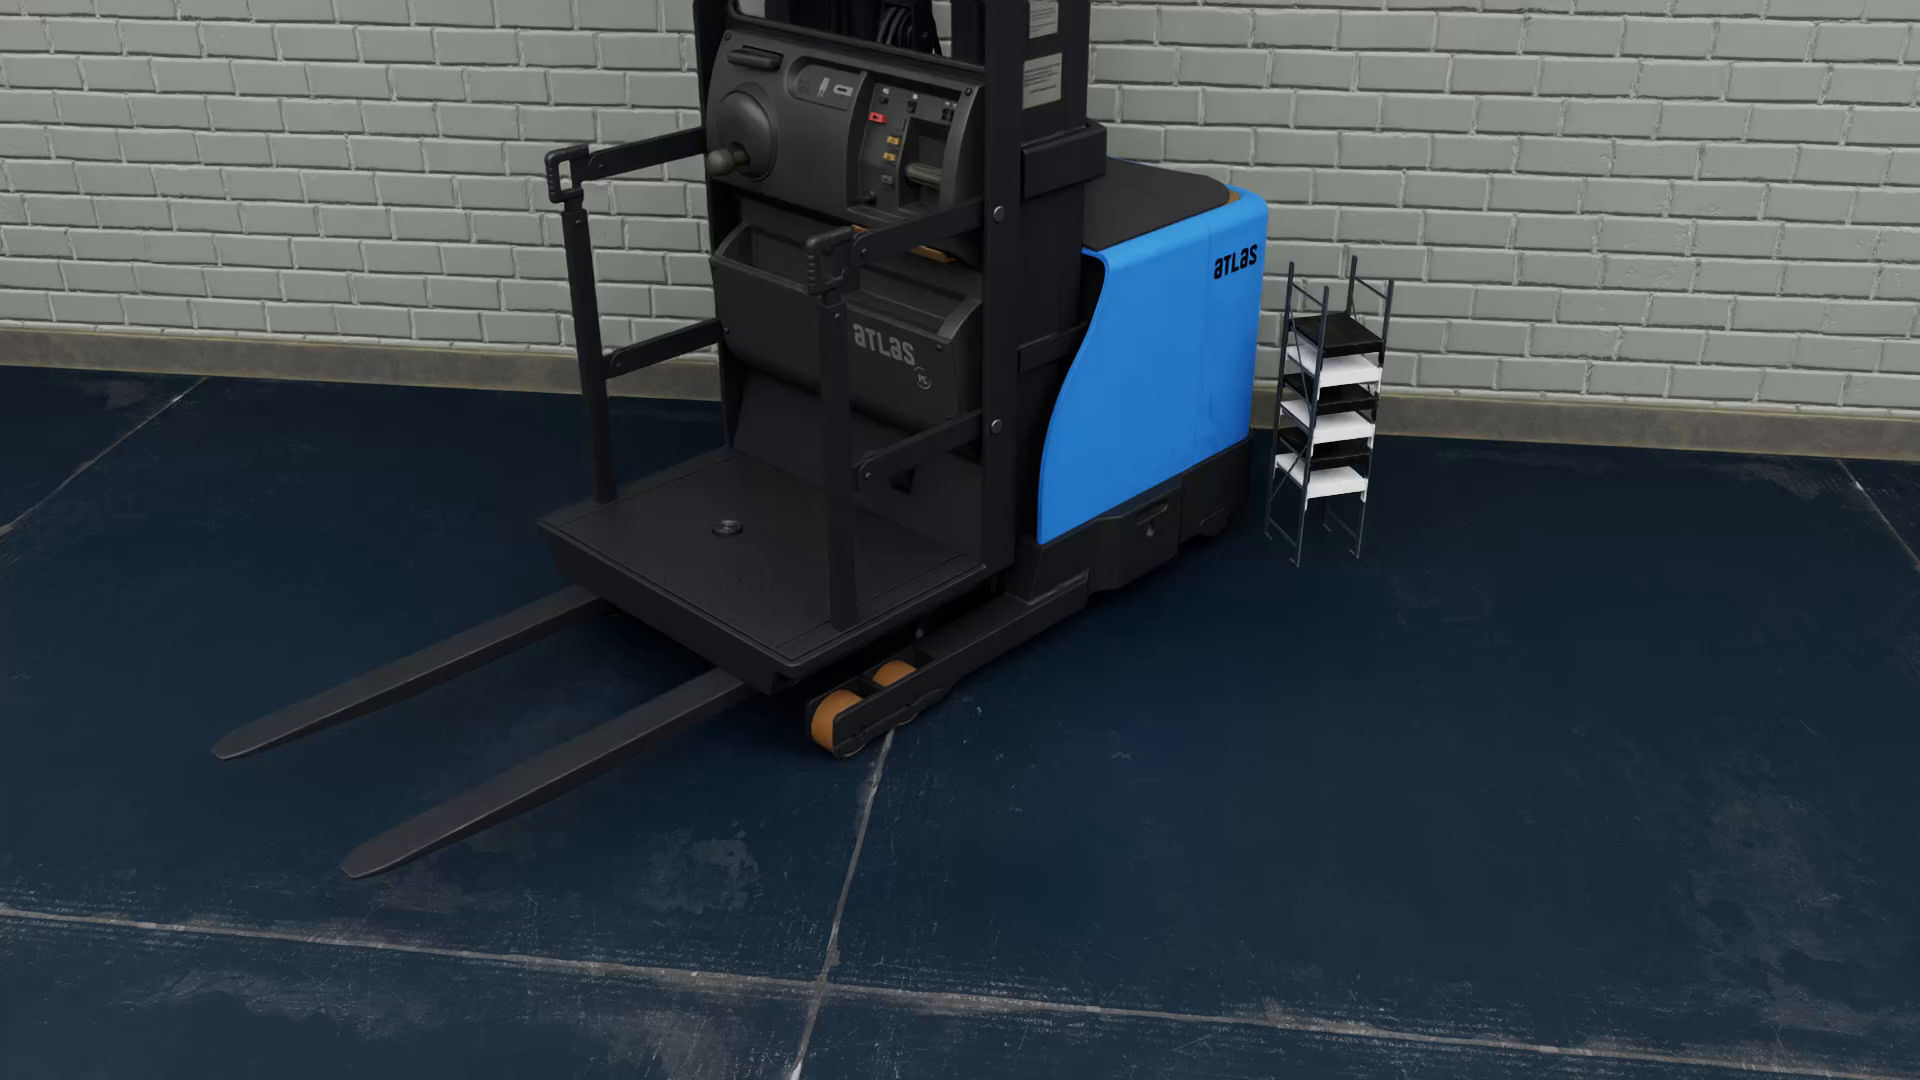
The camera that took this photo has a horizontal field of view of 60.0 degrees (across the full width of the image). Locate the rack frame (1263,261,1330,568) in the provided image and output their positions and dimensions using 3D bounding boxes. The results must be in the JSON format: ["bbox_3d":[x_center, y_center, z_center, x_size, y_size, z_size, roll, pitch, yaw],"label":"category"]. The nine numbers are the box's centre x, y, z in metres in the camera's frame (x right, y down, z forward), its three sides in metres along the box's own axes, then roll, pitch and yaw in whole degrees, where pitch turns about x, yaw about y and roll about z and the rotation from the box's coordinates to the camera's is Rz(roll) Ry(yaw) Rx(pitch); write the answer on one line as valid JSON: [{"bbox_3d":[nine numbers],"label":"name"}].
[{"bbox_3d":[1.001,-0.366,4.981,0.006,0.900,0.240,-8,29,-14],"label":"rack frame"}]

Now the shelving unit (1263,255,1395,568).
[{"bbox_3d":[1.099,-0.380,5.006,0.210,0.900,0.258,-8,29,-14],"label":"shelving unit"}]

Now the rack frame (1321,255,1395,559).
[{"bbox_3d":[1.197,-0.393,5.031,0.006,0.900,0.240,-8,29,-14],"label":"rack frame"}]

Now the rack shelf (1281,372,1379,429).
[{"bbox_3d":[1.099,-0.429,4.979,0.200,0.077,0.258,-8,29,-14],"label":"rack shelf"}]

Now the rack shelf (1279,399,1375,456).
[{"bbox_3d":[1.099,-0.350,5.022,0.200,0.077,0.258,-8,29,-14],"label":"rack shelf"}]

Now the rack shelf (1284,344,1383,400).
[{"bbox_3d":[1.099,-0.509,4.936,0.200,0.077,0.258,-8,29,-14],"label":"rack shelf"}]

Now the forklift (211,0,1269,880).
[{"bbox_3d":[-0.460,-1.014,4.043,1.130,2.935,3.031,24,37,38],"label":"forklift"}]

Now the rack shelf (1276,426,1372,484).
[{"bbox_3d":[1.099,-0.271,5.064,0.200,0.077,0.258,-8,29,-14],"label":"rack shelf"}]

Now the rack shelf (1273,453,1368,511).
[{"bbox_3d":[1.099,-0.192,5.107,0.200,0.077,0.258,-8,29,-14],"label":"rack shelf"}]

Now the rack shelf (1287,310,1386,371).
[{"bbox_3d":[1.099,-0.588,4.893,0.200,0.077,0.258,-8,29,-14],"label":"rack shelf"}]
